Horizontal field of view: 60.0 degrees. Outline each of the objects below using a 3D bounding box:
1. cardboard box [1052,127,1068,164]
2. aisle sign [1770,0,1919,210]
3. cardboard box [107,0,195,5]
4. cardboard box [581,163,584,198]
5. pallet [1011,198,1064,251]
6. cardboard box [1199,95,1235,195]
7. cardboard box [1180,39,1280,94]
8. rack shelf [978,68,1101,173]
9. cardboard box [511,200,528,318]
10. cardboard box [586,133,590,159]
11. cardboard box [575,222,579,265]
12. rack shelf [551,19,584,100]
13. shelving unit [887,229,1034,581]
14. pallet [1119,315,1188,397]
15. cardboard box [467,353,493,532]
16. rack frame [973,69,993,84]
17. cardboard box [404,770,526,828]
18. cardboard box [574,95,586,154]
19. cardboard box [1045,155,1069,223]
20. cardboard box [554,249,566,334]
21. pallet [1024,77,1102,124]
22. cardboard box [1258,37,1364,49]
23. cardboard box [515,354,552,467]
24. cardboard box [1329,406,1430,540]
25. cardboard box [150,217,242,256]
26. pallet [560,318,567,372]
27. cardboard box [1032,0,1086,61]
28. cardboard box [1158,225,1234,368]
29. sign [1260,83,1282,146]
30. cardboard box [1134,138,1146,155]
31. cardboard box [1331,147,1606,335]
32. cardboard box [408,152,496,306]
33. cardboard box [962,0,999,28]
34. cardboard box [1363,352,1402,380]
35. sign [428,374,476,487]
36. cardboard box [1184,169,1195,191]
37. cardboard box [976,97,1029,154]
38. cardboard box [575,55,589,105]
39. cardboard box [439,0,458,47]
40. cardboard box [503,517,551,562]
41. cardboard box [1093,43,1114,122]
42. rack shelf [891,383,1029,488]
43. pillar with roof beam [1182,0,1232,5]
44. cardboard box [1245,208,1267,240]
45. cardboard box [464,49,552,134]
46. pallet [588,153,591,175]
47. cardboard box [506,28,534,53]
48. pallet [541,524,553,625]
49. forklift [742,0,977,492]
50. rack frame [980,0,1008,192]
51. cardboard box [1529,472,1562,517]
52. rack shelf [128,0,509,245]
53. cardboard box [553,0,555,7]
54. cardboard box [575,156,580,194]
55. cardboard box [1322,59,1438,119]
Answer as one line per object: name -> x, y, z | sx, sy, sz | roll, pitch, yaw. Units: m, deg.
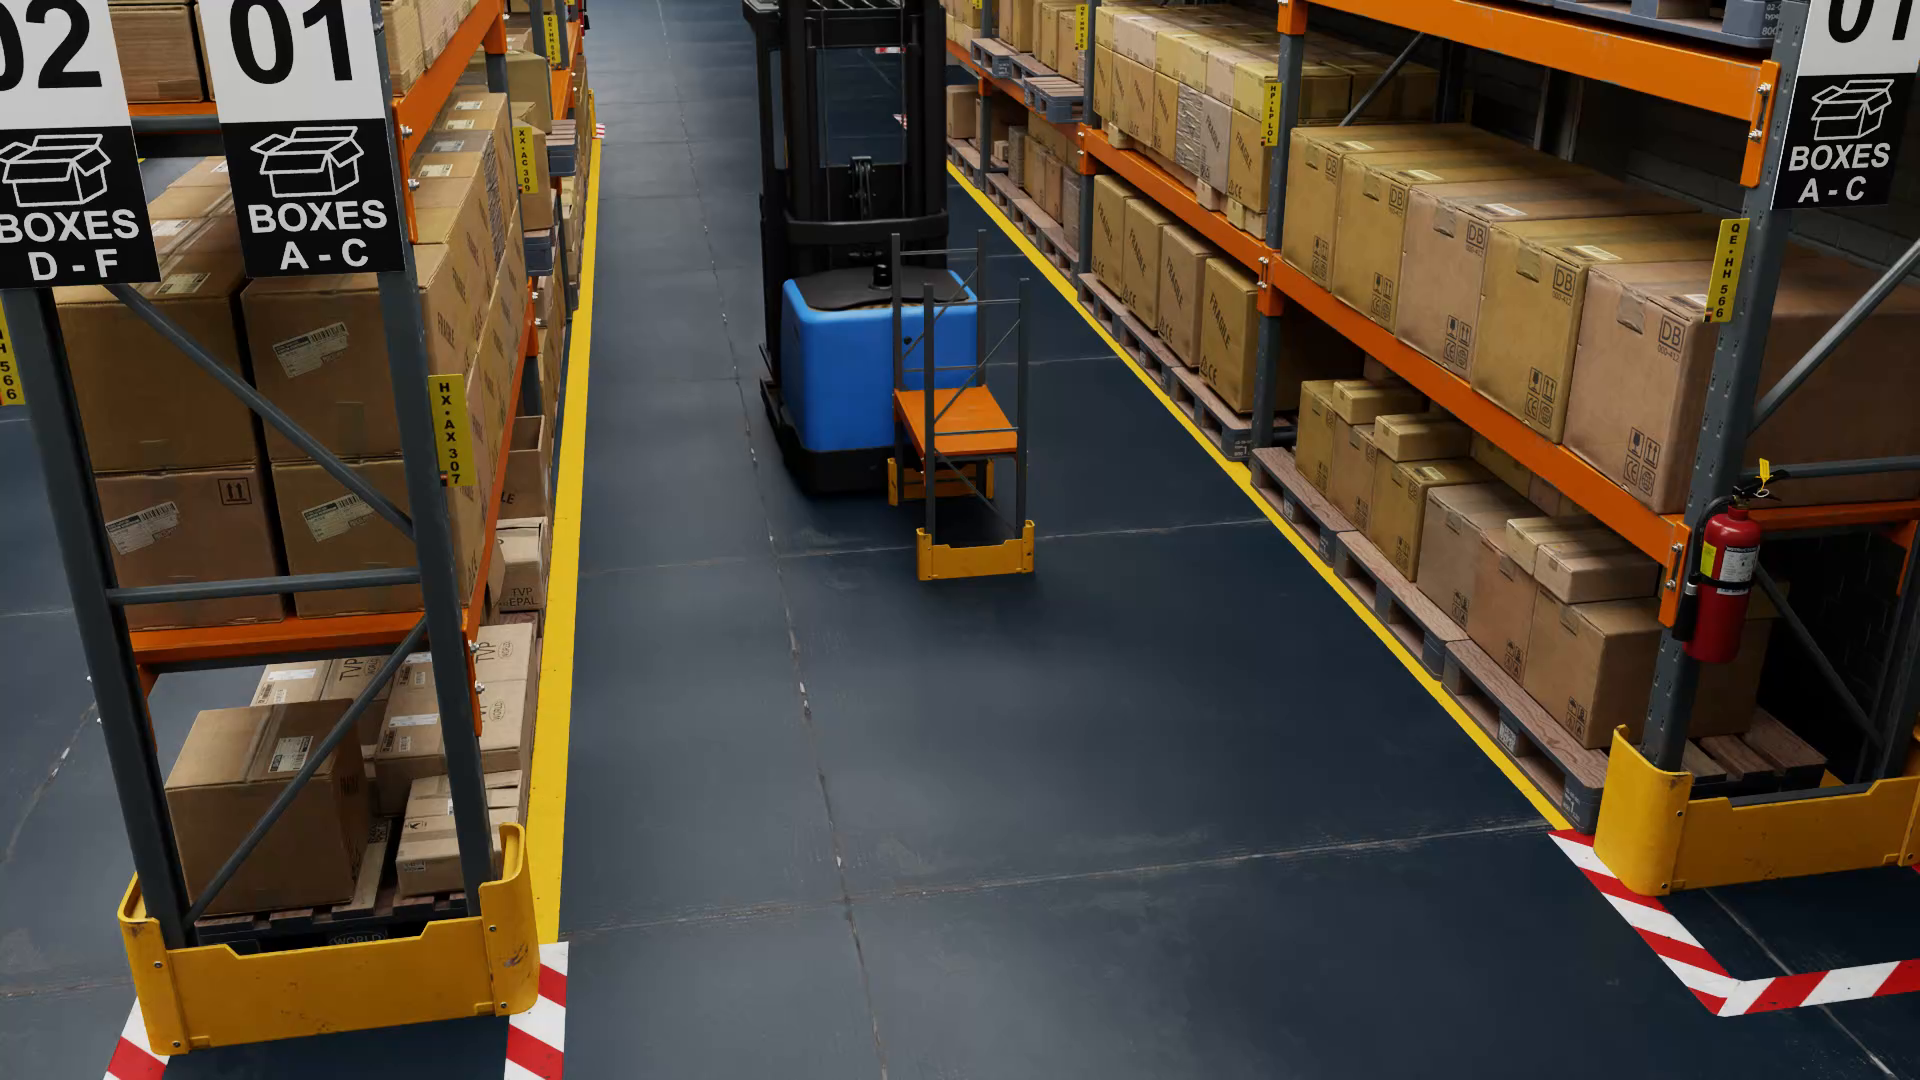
cardboard box -> 1.116, -3.489, 14.626 | 0.500, 0.250, 0.500 | -4, 24, -10
aisle sign -> 2.642, -1.373, 4.898 | 0.394, 0.787, 0.004 | -4, 24, -10
cardboard box -> -2.290, -1.582, 4.440 | 0.500, 0.250, 0.500 | -4, 24, -10
cardboard box -> -3.801, -3.375, 15.640 | 0.500, 0.250, 0.500 | -5, 24, -10
pallet -> 1.079, -2.887, 15.097 | 1.003, 0.211, 1.213 | -4, 24, -10
cardboard box -> 1.747, -2.360, 9.883 | 0.500, 0.500, 0.500 | -4, 24, -9
cardboard box -> 1.667, -2.908, 10.201 | 0.500, 0.250, 0.500 | -4, 24, -9
rack shelf -> 1.074, -3.836, 14.684 | 1.077, 0.370, 4.000 | -4, 24, -10
cardboard box -> -2.339, -1.305, 7.866 | 0.500, 0.500, 0.500 | -4, 24, -9
cardboard box -> -4.126, -4.115, 17.336 | 0.500, 0.250, 0.500 | -4, 24, -10
cardboard box -> -3.325, -2.368, 13.336 | 0.500, 0.250, 0.500 | -5, 24, -11
rack shelf -> -4.533, -5.041, 17.443 | 1.077, 0.370, 4.000 | -4, 24, -10
shelving unit -> -0.014, -0.717, 8.518 | 0.587, 1.500, 1.083 | -4, 24, -10
pallet -> 1.738, -1.306, 11.477 | 1.003, 0.211, 1.213 | -4, 24, -10
cardboard box -> -1.868, -0.306, 5.579 | 0.500, 0.500, 0.500 | -5, 24, -10
rack frame -> -0.035, -6.525, 19.943 | 1.000, 3.000, 0.127 | -4, 24, -10
cardboard box -> -1.730, 0.944, 5.830 | 0.380, 0.166, 0.250 | -4, 24, -10
cardboard box -> -3.941, -4.066, 16.285 | 0.500, 0.500, 0.500 | -4, 24, -10
cardboard box -> 1.159, -3.119, 14.716 | 0.700, 0.500, 0.500 | -4, 24, -10
cardboard box -> -3.020, -1.716, 11.505 | 0.500, 0.500, 0.500 | -3, 24, -8
pallet -> 1.208, -3.563, 13.400 | 1.213, 0.211, 1.003 | -4, 24, -10
cardboard box -> 2.154, -2.943, 10.281 | 0.500, 0.250, 0.500 | -5, 24, -12
cardboard box -> -2.534, -0.702, 9.182 | 0.500, 0.500, 0.500 | -5, 24, -12
cardboard box -> 2.311, -0.353, 8.408 | 0.700, 0.500, 0.500 | -5, 24, -10
cardboard box -> -2.391, -0.721, 5.280 | 0.500, 0.500, 0.500 | -4, 24, -8
pallet -> -3.322, -1.436, 11.775 | 1.003, 0.211, 1.213 | -4, 24, -10
cardboard box -> 1.014, -4.520, 14.676 | 0.700, 0.500, 0.500 | -1, 24, -2
cardboard box -> 1.769, -1.608, 10.845 | 0.750, 0.750, 0.750 | -4, 24, -8
sign -> 1.652, -2.256, 8.819 | 0.100, 0.325, 0.005 | -4, 24, -10
cardboard box -> 1.449, -2.826, 11.761 | 0.380, 0.149, 0.250 | -5, 24, -10
cardboard box -> 2.398, -1.441, 7.926 | 0.980, 0.700, 0.700 | -5, 24, -11
cardboard box -> -2.053, -1.164, 6.293 | 0.500, 0.500, 0.500 | -5, 24, -10
cardboard box -> 0.313, -5.399, 16.590 | 0.500, 0.500, 0.500 | -4, 24, -10
cardboard box -> 2.390, -0.920, 8.896 | 0.380, 0.149, 0.250 | -4, 24, -10
sign -> -1.411, -0.301, 4.609 | 0.100, 0.325, 0.005 | -4, 24, -10
cardboard box -> 1.651, -2.314, 10.590 | 0.380, 0.149, 0.250 | -5, 24, -11
cardboard box -> 0.473, -4.413, 17.681 | 0.500, 0.500, 0.500 | -6, 24, -14
cardboard box -> -4.511, -5.244, 18.984 | 0.500, 0.500, 0.500 | -4, 24, -10
cardboard box -> -1.963, -1.785, 5.529 | 0.500, 0.250, 0.500 | -4, 24, -10
cardboard box -> -2.171, 0.014, 7.983 | 0.380, 0.149, 0.250 | -4, 24, -10
cardboard box -> 1.283, -3.360, 12.174 | 0.500, 0.500, 0.500 | -4, 24, -8
rack shelf -> -0.016, -0.556, 8.599 | 0.538, 0.185, 1.000 | -4, 24, -10
pillar with roof beam -> -2.177, -6.385, 12.125 | 9.100, 9.000, 0.400 | -4, 24, -10
cardboard box -> 1.843, -1.811, 9.439 | 0.380, 0.149, 0.250 | -4, 24, -9
cardboard box -> -3.196, -3.010, 11.243 | 0.700, 0.500, 0.500 | -13, 27, -27
pallet -> -4.498, -4.103, 17.880 | 1.003, 0.211, 1.213 | -4, 24, -10
cardboard box -> -3.940, -4.119, 14.309 | 0.500, 0.500, 0.500 | -3, 24, -6
pallet -> -2.558, 0.111, 8.233 | 1.003, 0.211, 1.213 | -4, 24, -10
forklift -> -0.673, -2.168, 10.053 | 1.130, 2.935, 3.031 | -5, 24, -12
rack frame -> 0.705, -4.952, 16.341 | 1.000, 3.000, 0.127 | -4, 24, -10
cardboard box -> 2.727, -0.207, 7.265 | 0.380, 0.149, 0.250 | -4, 24, -9
rack shelf -> -2.314, -1.696, 6.036 | 1.077, 0.370, 4.000 | -4, 24, -10
cardboard box -> -4.069, -5.146, 15.849 | 0.380, 0.149, 0.250 | -4, 24, -9
cardboard box -> -3.614, -3.235, 14.619 | 0.500, 0.311, 0.500 | -4, 24, -10
cardboard box -> 2.355, -2.541, 9.361 | 0.500, 0.250, 0.500 | -4, 24, -8
